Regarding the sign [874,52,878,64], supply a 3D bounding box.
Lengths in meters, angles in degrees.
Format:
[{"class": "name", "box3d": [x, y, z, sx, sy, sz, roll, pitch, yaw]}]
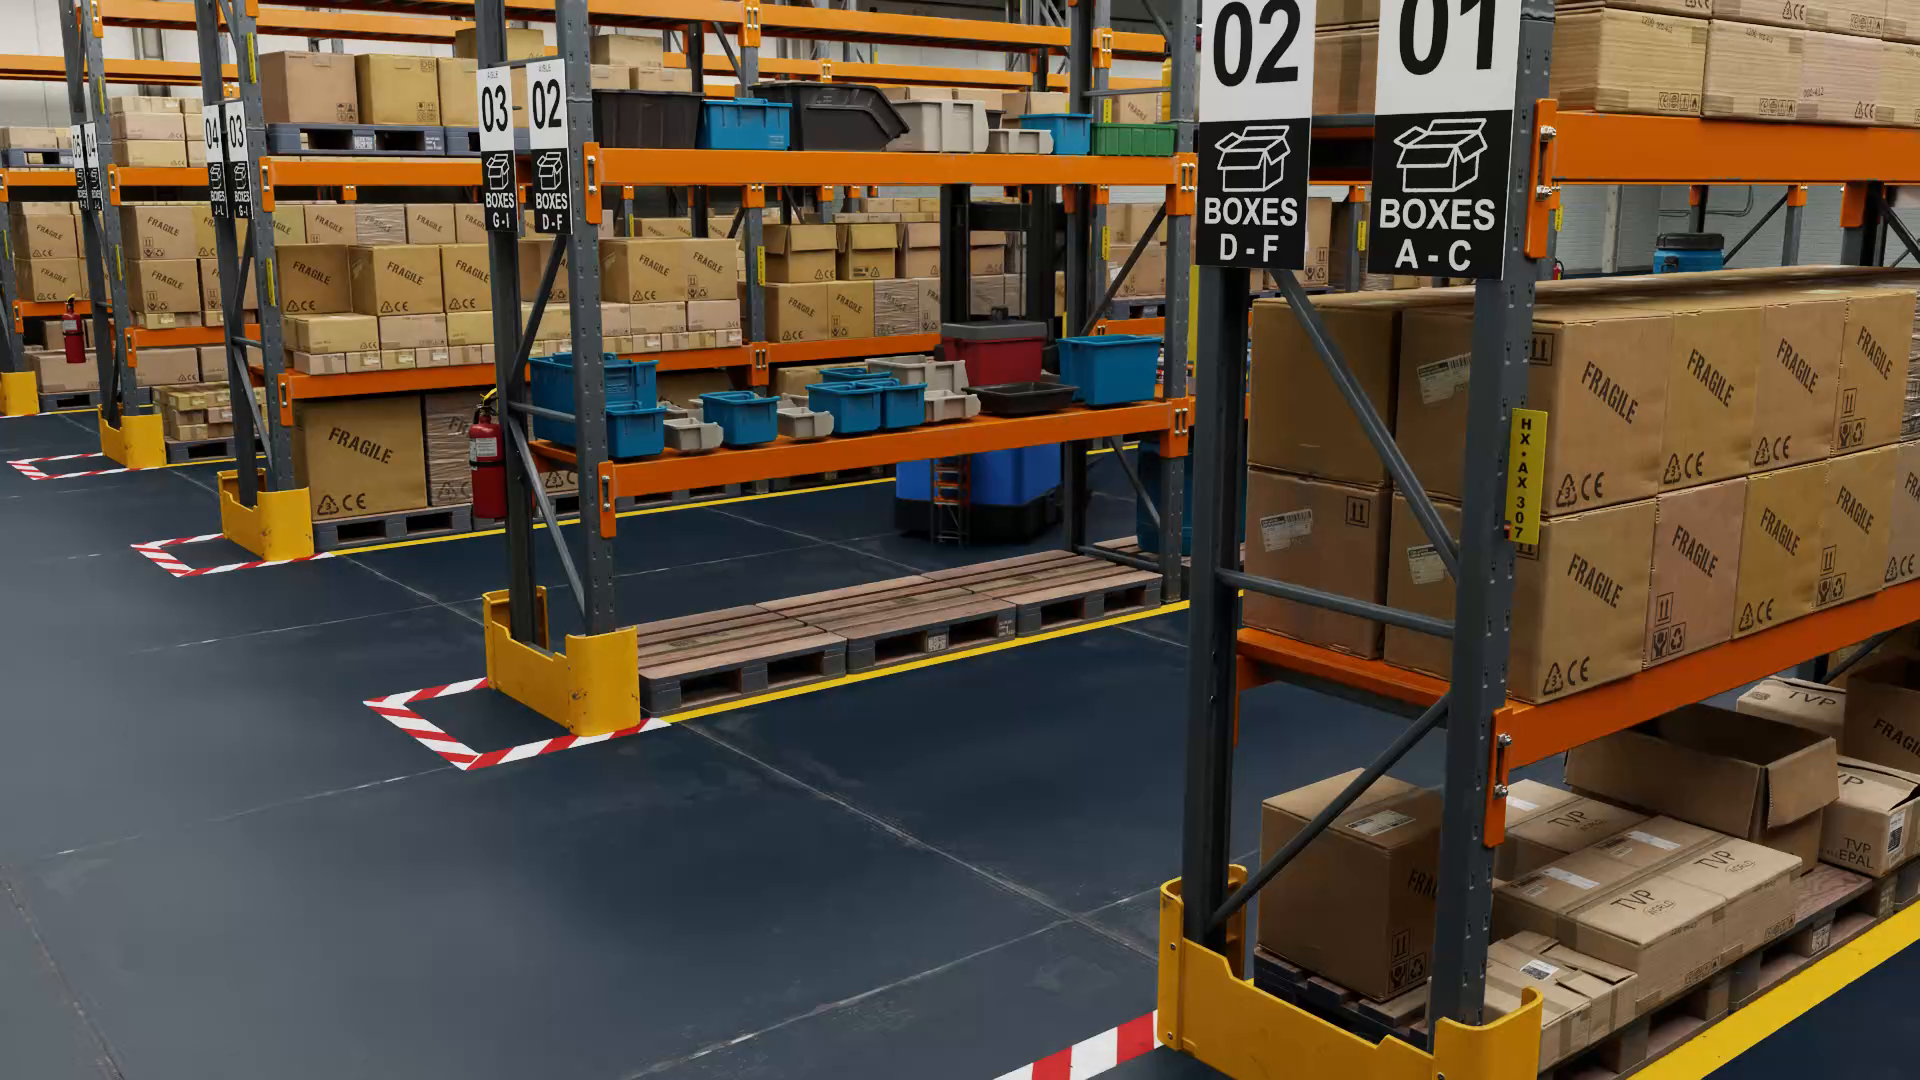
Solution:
[{"class": "sign", "box3d": [-1.624, -9.255, 32.109, 0.005, 0.325, 0.100, -9, 15, -38]}]

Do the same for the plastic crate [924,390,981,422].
[{"class": "plastic crate", "box3d": [-0.105, -0.768, 9.513, 0.466, 0.136, 0.293, -9, 15, -38]}]

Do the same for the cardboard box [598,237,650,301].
[{"class": "cardboard box", "box3d": [-2.951, -2.301, 14.083, 0.500, 0.500, 0.500, -9, 15, -38]}]

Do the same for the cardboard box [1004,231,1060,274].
[{"class": "cardboard box", "box3d": [0.515, -2.912, 16.464, 0.637, 0.503, 0.797, -9, 15, -36]}]

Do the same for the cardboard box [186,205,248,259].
[{"class": "cardboard box", "box3d": [-7.264, -3.009, 16.214, 0.500, 0.500, 0.500, -9, 15, -36]}]

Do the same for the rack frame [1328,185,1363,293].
[{"class": "rack frame", "box3d": [4.219, -2.983, 19.457, 0.127, 3.000, 1.000, -9, 15, -38]}]

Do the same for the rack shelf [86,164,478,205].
[{"class": "rack shelf", "box3d": [-6.609, -3.619, 16.960, 4.000, 0.370, 1.077, -9, 15, -38]}]

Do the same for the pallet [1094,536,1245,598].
[{"class": "pallet", "box3d": [1.695, 0.129, 11.515, 1.213, 0.211, 1.003, -9, 15, -38]}]

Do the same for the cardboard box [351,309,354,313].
[{"class": "cardboard box", "box3d": [-4.542, -1.670, 12.917, 0.500, 0.250, 0.500, -10, 15, -39]}]

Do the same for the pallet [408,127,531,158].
[{"class": "pallet", "box3d": [-3.625, -3.107, 13.033, 1.213, 0.211, 1.003, -9, 15, -38]}]

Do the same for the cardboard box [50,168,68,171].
[{"class": "cardboard box", "box3d": [-13.039, -5.348, 23.976, 0.250, 0.149, 0.380, -10, 15, -38]}]

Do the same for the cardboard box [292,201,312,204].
[{"class": "cardboard box", "box3d": [-8.534, -4.300, 21.447, 0.250, 0.149, 0.380, -9, 15, -36]}]

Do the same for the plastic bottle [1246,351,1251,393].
[{"class": "plastic bottle", "box3d": [1.878, -1.105, 10.922, 0.097, 0.271, 0.097, 0, 12, 0]}]

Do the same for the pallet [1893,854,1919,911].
[{"class": "pallet", "box3d": [3.621, 1.115, 6.870, 1.213, 0.211, 1.003, -9, 15, -38]}]

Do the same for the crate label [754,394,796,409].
[{"class": "crate label", "box3d": [-1.096, -0.734, 9.354, 0.243, 0.136, 0.396, -9, 15, -38]}]

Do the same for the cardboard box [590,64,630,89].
[{"class": "cardboard box", "box3d": [-3.024, -3.536, 13.343, 0.500, 0.500, 0.700, -8, 15, -35]}]

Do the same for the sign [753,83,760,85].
[{"class": "sign", "box3d": [-1.680, -3.614, 13.772, 0.005, 0.325, 0.100, -9, 15, -38]}]

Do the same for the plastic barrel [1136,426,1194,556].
[{"class": "plastic barrel", "box3d": [1.502, -0.389, 11.279, 0.708, 0.901, 0.600, -9, 15, -38]}]

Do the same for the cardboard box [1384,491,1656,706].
[{"class": "cardboard box", "box3d": [1.546, 0.117, 4.615, 0.500, 0.500, 0.500, -9, 15, -36]}]

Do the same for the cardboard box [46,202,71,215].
[{"class": "cardboard box", "box3d": [-10.732, -3.936, 19.732, 0.250, 0.149, 0.380, -9, 15, -36]}]

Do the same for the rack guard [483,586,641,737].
[{"class": "rack guard", "box3d": [-2.068, 0.605, 8.576, 0.348, 0.500, 1.175, -9, 15, -38]}]

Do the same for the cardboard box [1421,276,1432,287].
[{"class": "cardboard box", "box3d": [5.349, -3.367, 20.305, 0.500, 0.500, 0.875, -9, 15, -38]}]

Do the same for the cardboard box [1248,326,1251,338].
[{"class": "cardboard box", "box3d": [3.835, -3.387, 25.464, 0.875, 0.875, 0.875, -9, 15, -37]}]

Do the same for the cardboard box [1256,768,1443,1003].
[{"class": "cardboard box", "box3d": [1.305, 1.078, 5.290, 0.500, 0.500, 0.500, -9, 15, -38]}]

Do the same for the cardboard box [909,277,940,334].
[{"class": "cardboard box", "box3d": [-0.329, -2.212, 15.581, 0.500, 0.500, 0.500, -9, 15, -37]}]

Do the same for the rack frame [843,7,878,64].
[{"class": "rack frame", "box3d": [-1.952, -8.849, 32.637, 0.127, 3.000, 1.000, -9, 15, -38]}]

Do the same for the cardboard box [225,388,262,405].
[{"class": "cardboard box", "box3d": [-7.132, -1.426, 16.542, 0.250, 0.149, 0.380, -9, 15, -38]}]

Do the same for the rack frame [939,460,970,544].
[{"class": "rack frame", "box3d": [-0.042, -0.563, 12.389, 0.240, 1.200, 0.006, 4, 13, 19]}]

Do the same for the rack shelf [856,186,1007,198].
[{"class": "rack shelf", "box3d": [-0.410, -5.966, 28.012, 4.000, 0.370, 1.077, -9, 15, -38]}]

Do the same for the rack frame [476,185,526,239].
[{"class": "rack frame", "box3d": [-5.047, -2.763, 18.419, 0.127, 3.000, 1.000, -9, 15, -38]}]

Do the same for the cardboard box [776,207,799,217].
[{"class": "cardboard box", "box3d": [-2.721, -5.120, 25.989, 0.250, 0.149, 0.380, -10, 16, -39]}]

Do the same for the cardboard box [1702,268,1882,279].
[{"class": "cardboard box", "box3d": [3.212, -0.794, 6.497, 0.500, 0.500, 0.500, -10, 16, -39]}]

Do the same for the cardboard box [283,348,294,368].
[{"class": "cardboard box", "box3d": [-5.079, -1.403, 12.619, 0.250, 0.149, 0.380, -9, 15, -37]}]

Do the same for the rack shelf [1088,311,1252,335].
[{"class": "rack shelf", "box3d": [2.658, -2.372, 18.310, 4.000, 0.370, 1.077, -9, 15, -38]}]

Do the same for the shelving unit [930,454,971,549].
[{"class": "shelving unit", "box3d": [-0.073, -0.545, 12.305, 0.258, 1.200, 0.189, 4, 13, 19]}]

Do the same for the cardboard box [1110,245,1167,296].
[{"class": "cardboard box", "box3d": [1.866, -2.884, 17.737, 0.500, 0.500, 0.700, -7, 14, -29]}]

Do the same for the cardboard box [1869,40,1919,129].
[{"class": "cardboard box", "box3d": [2.769, -1.432, 5.292, 0.500, 0.250, 0.500, -9, 15, -38]}]

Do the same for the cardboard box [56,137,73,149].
[{"class": "cardboard box", "box3d": [-10.769, -4.773, 20.015, 0.250, 0.149, 0.380, -11, 16, -42]}]

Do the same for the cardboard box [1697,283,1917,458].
[{"class": "cardboard box", "box3d": [2.739, -0.571, 5.449, 0.500, 0.500, 0.500, -10, 15, -38]}]

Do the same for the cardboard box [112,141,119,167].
[{"class": "cardboard box", "box3d": [-7.981, -3.740, 16.159, 0.500, 0.250, 0.500, -10, 15, -39]}]

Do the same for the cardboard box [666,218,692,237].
[{"class": "cardboard box", "box3d": [-4.197, -4.561, 24.920, 0.500, 0.500, 0.500, -8, 15, -35]}]

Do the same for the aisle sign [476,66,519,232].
[{"class": "aisle sign", "box3d": [-2.296, -1.933, 8.251, 0.004, 0.787, 0.394, -9, 15, -38]}]

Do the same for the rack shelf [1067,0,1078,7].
[{"class": "rack shelf", "box3d": [-0.495, -3.270, 9.056, 4.000, 0.370, 1.077, -9, 15, -38]}]

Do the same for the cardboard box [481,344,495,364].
[{"class": "cardboard box", "box3d": [-3.665, -1.463, 12.903, 0.250, 0.149, 0.380, -10, 15, -38]}]

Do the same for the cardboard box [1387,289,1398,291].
[{"class": "cardboard box", "box3d": [4.956, -2.907, 19.702, 0.250, 0.149, 0.380, -9, 15, -38]}]

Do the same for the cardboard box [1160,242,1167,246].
[{"class": "cardboard box", "box3d": [2.742, -4.135, 24.520, 0.500, 0.550, 0.875, -9, 15, -38]}]

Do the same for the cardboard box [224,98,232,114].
[{"class": "cardboard box", "box3d": [-7.117, -4.167, 16.009, 0.250, 0.149, 0.380, -9, 15, -37]}]

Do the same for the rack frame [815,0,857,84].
[{"class": "rack frame", "box3d": [-1.972, -7.525, 26.404, 0.127, 3.000, 1.000, -9, 15, -38]}]

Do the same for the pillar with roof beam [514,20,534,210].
[{"class": "pillar with roof beam", "box3d": [-5.054, -7.428, 25.945, 0.400, 9.000, 9.100, -9, 15, -38]}]

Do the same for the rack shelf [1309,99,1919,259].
[{"class": "rack shelf", "box3d": [2.596, -1.194, 5.540, 4.000, 0.370, 1.077, -9, 15, -38]}]

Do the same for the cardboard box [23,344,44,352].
[{"class": "cardboard box", "box3d": [-13.553, -2.762, 24.267, 0.250, 0.149, 0.380, -10, 16, -40]}]

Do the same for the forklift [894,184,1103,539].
[{"class": "forklift", "box3d": [0.473, -1.707, 13.610, 1.130, 2.935, 3.031, 4, 13, 19]}]

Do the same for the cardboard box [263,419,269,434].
[{"class": "cardboard box", "box3d": [-6.951, -1.167, 16.755, 0.250, 0.149, 0.380, -9, 15, -37]}]

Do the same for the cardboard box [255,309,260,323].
[{"class": "cardboard box", "box3d": [-6.953, -2.263, 16.669, 0.250, 0.149, 0.380, -10, 15, -38]}]

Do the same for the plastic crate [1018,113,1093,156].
[{"class": "plastic crate", "box3d": [0.555, -2.357, 9.691, 0.300, 0.233, 0.416, -9, 15, -38]}]

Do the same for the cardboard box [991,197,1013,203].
[{"class": "cardboard box", "box3d": [0.489, -5.627, 28.543, 0.500, 0.500, 0.700, -9, 15, -37]}]
